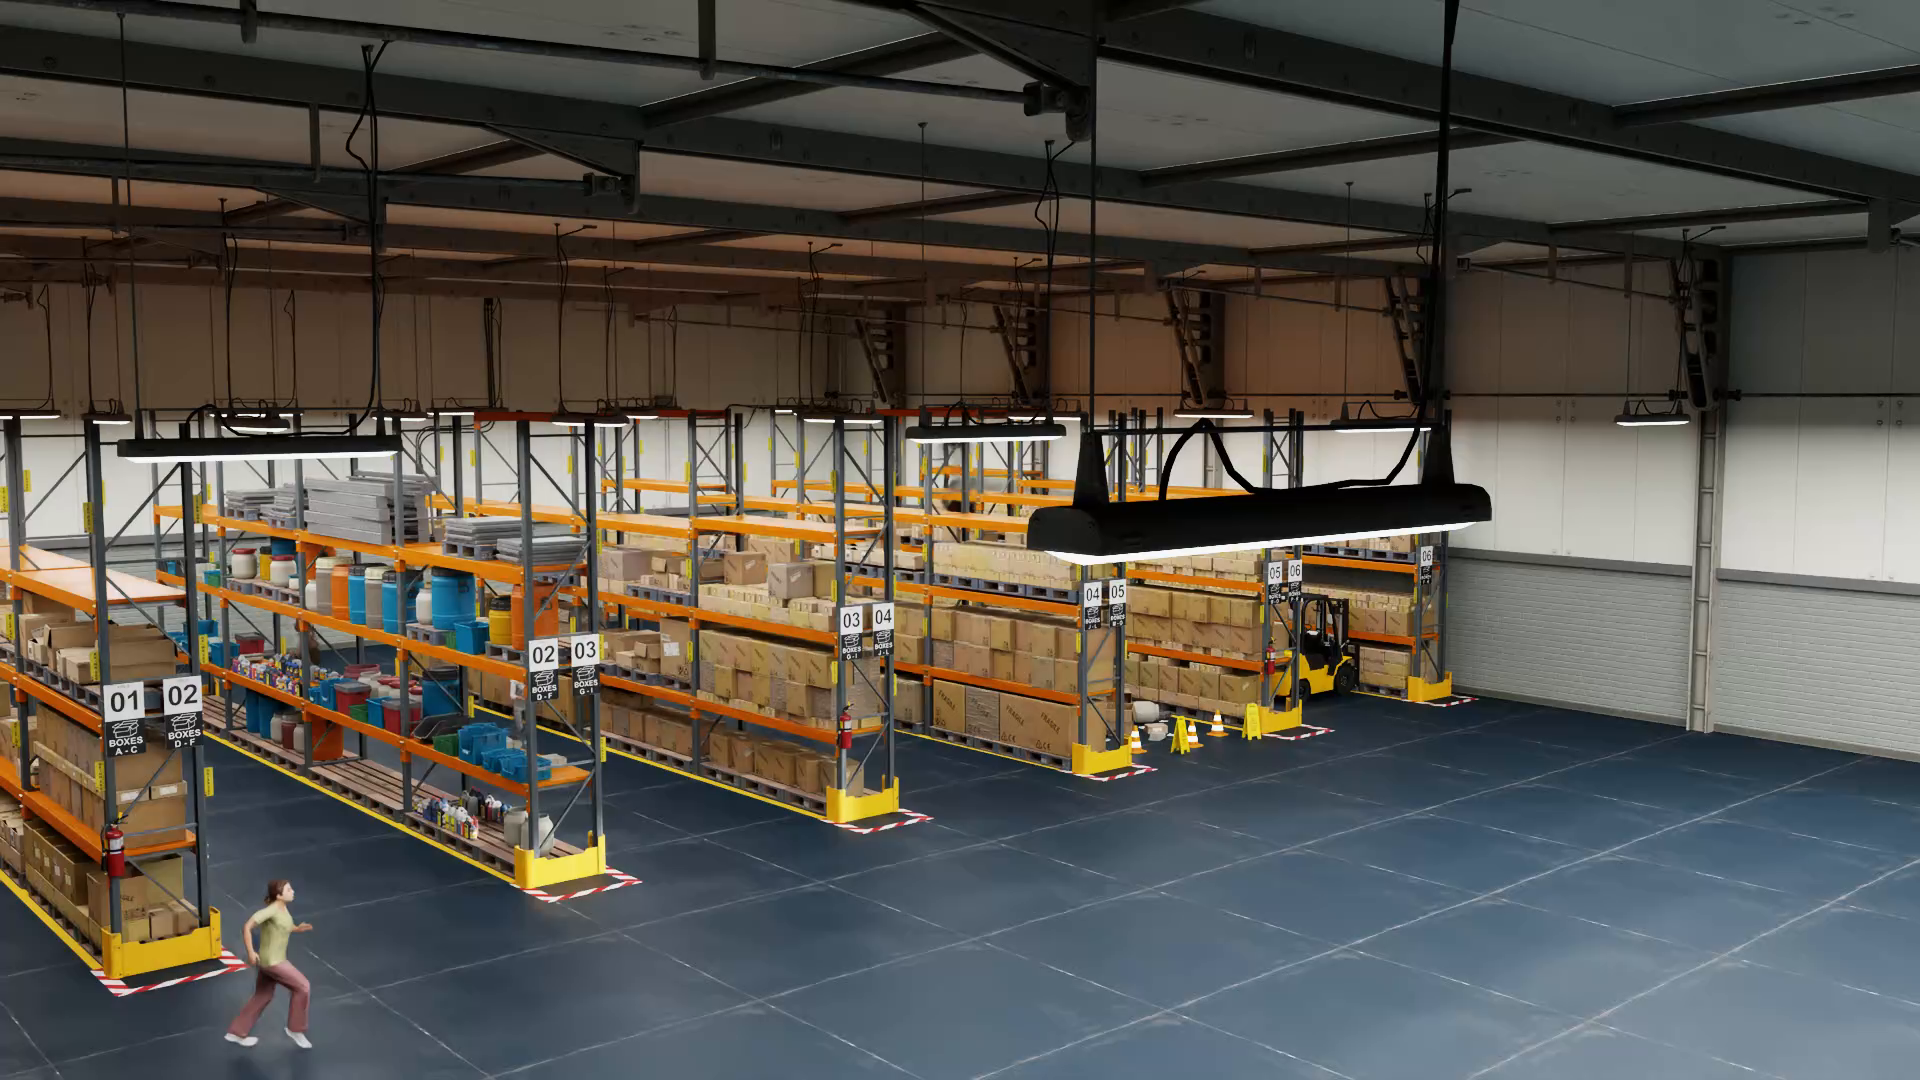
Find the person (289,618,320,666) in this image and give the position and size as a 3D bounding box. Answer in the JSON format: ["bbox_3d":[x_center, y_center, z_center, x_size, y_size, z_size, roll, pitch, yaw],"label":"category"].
[{"bbox_3d":[-14.665,2.227,37.170,0.835,1.749,0.718,-1,5,-16],"label":"person"}]

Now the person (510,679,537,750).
[{"bbox_3d":[-7.660,2.964,29.213,0.510,1.570,0.636,-4,6,-39],"label":"person"}]

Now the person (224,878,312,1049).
[{"bbox_3d":[-6.662,4.100,16.001,0.818,1.694,0.599,-1,5,-14],"label":"person"}]
